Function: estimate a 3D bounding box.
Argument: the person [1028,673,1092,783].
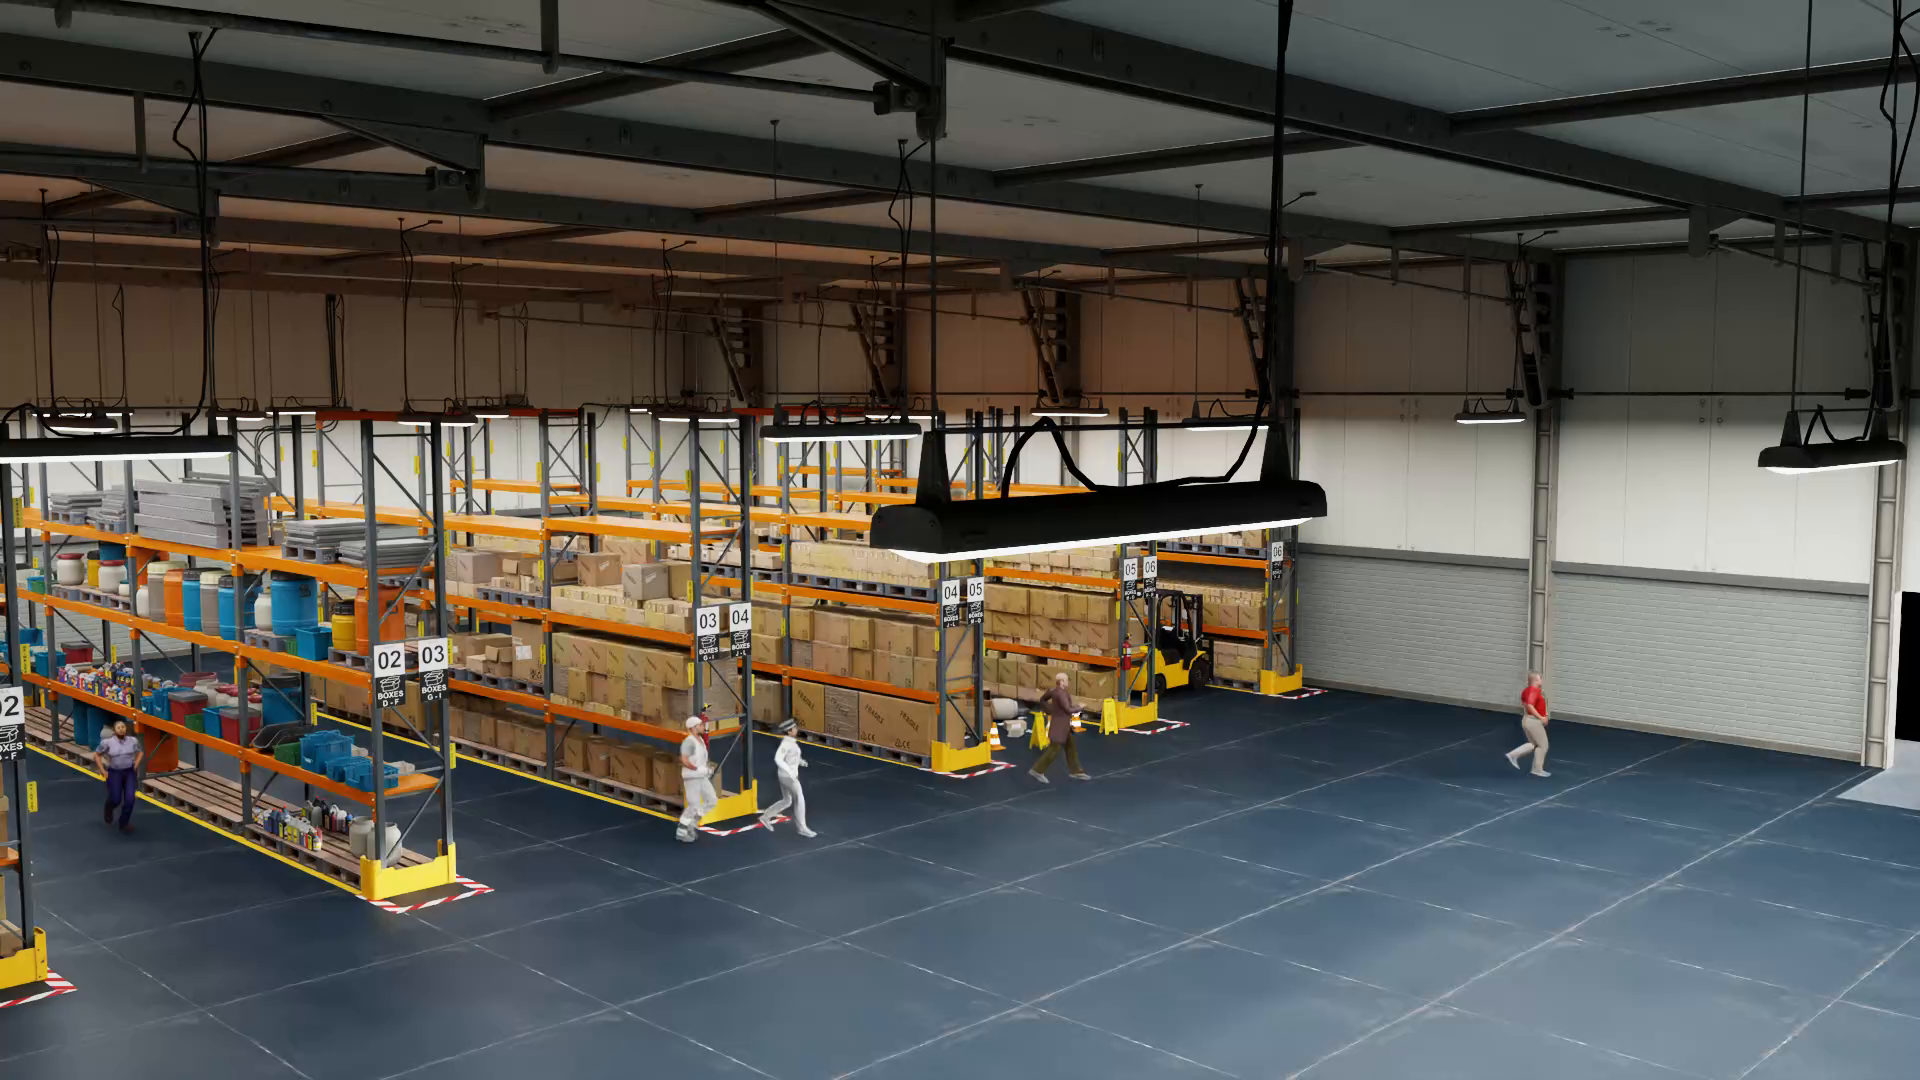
[{"bbox_3d":[1.618,3.023,26.818,1.069,1.772,0.717,-1,5,-6],"label":"person"}]

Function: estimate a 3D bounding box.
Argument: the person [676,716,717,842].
[{"bbox_3d":[-3.706,3.367,23.535,0.569,1.740,0.709,1,5,16],"label":"person"}]

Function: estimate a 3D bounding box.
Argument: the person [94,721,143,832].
[{"bbox_3d":[-12.112,3.416,24.016,0.634,1.604,0.559,-4,7,-39],"label":"person"}]

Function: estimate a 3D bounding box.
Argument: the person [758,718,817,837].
[{"bbox_3d":[-2.471,3.388,23.721,0.835,1.702,0.635,-1,5,-9],"label":"person"}]

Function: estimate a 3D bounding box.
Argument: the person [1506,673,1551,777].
[{"bbox_3d":[9.444,3.054,27.511,0.703,1.712,0.672,1,5,6],"label":"person"}]
